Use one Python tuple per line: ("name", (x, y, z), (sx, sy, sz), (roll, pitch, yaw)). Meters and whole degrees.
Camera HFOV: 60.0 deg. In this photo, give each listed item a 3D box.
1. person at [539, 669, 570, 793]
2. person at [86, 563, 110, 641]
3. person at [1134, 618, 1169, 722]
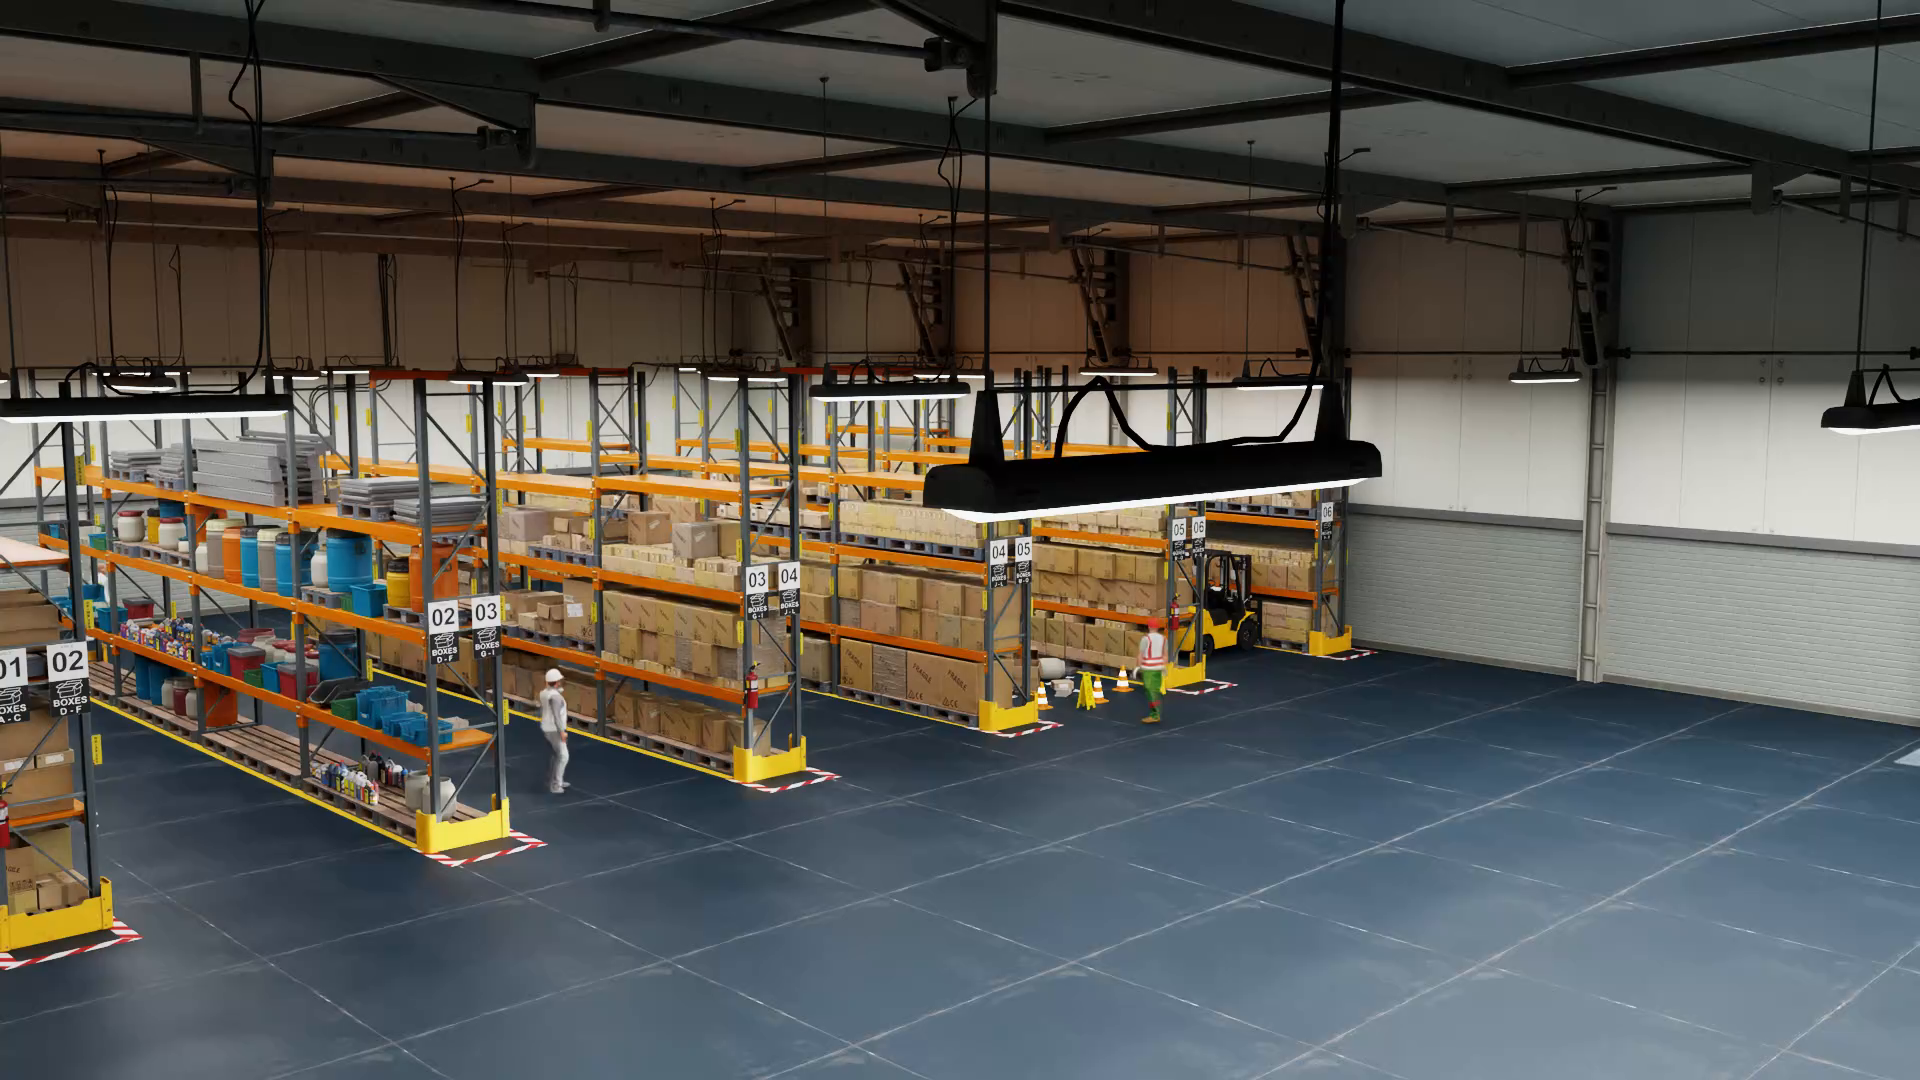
("person", (-5.876, 2.784, 24.129), (0.399, 1.847, 0.565), (-2, 7, -21))
("person", (-18.764, 1.362, 36.485), (1.123, 1.739, 0.644), (-3, 7, -25))
("person", (3.290, 2.238, 28.489), (0.649, 1.821, 0.392), (-4, 8, -34))
